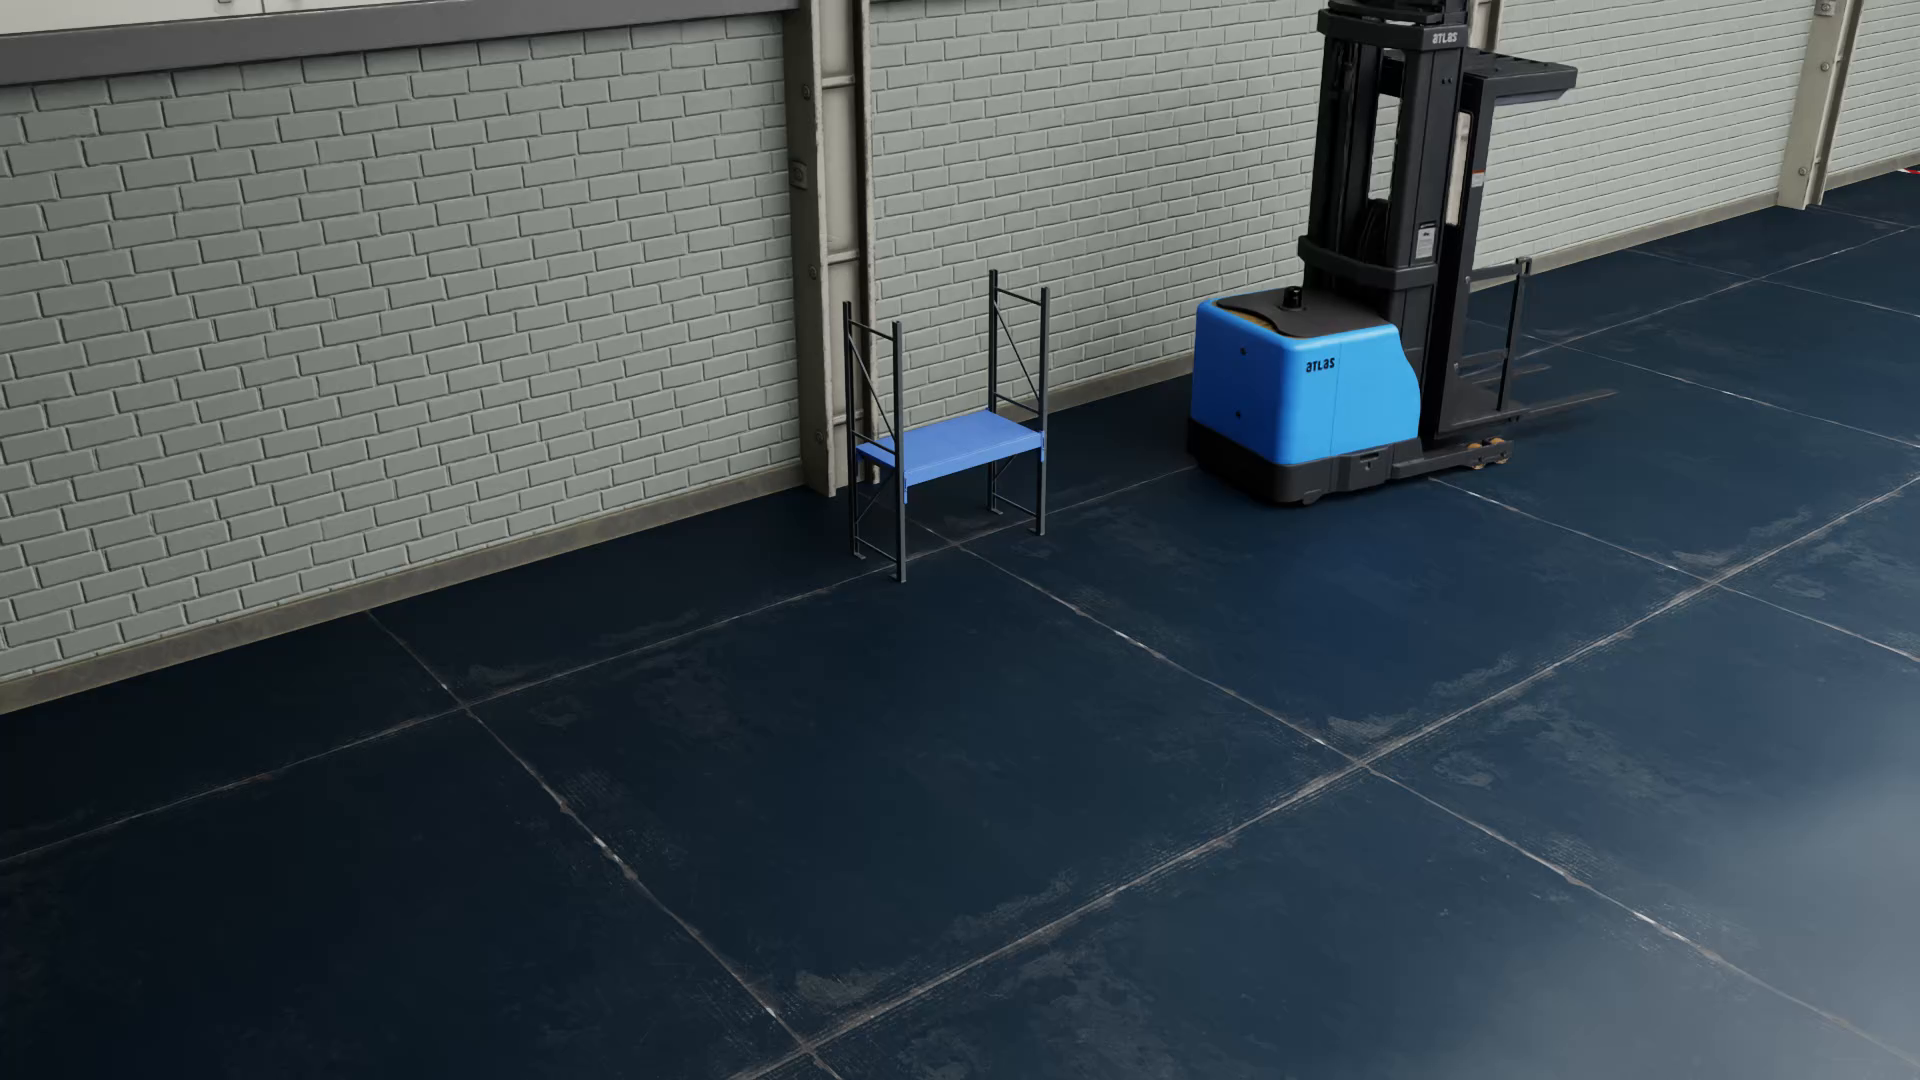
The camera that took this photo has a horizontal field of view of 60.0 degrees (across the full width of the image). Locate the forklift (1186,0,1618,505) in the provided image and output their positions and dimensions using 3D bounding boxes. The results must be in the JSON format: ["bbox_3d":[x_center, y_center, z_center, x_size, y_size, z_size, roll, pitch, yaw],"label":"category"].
[{"bbox_3d":[3.018,-1.967,10.507,3.031,2.935,1.130,-13,28,-25],"label":"forklift"}]

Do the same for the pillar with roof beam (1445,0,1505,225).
[{"bbox_3d":[6.624,-4.581,8.930,0.400,9.000,9.100,-18,31,-34],"label":"pillar with roof beam"}]

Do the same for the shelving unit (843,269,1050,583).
[{"bbox_3d":[-0.067,-0.658,9.387,1.048,1.500,0.538,-18,31,-34],"label":"shelving unit"}]

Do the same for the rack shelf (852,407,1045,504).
[{"bbox_3d":[-0.067,-0.495,9.462,1.000,0.185,0.538,-18,31,-34],"label":"rack shelf"}]

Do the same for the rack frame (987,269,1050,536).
[{"bbox_3d":[0.333,-0.790,9.671,0.032,1.500,0.500,-18,31,-34],"label":"rack frame"}]

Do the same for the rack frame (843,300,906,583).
[{"bbox_3d":[-0.467,-0.526,9.102,0.032,1.500,0.500,-18,31,-34],"label":"rack frame"}]

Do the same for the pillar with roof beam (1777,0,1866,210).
[{"bbox_3d":[11.345,-6.139,12.289,0.400,9.000,9.100,-18,31,-34],"label":"pillar with roof beam"}]

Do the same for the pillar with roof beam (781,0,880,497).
[{"bbox_3d":[1.902,-3.022,5.572,0.400,9.000,9.100,-18,31,-34],"label":"pillar with roof beam"}]
